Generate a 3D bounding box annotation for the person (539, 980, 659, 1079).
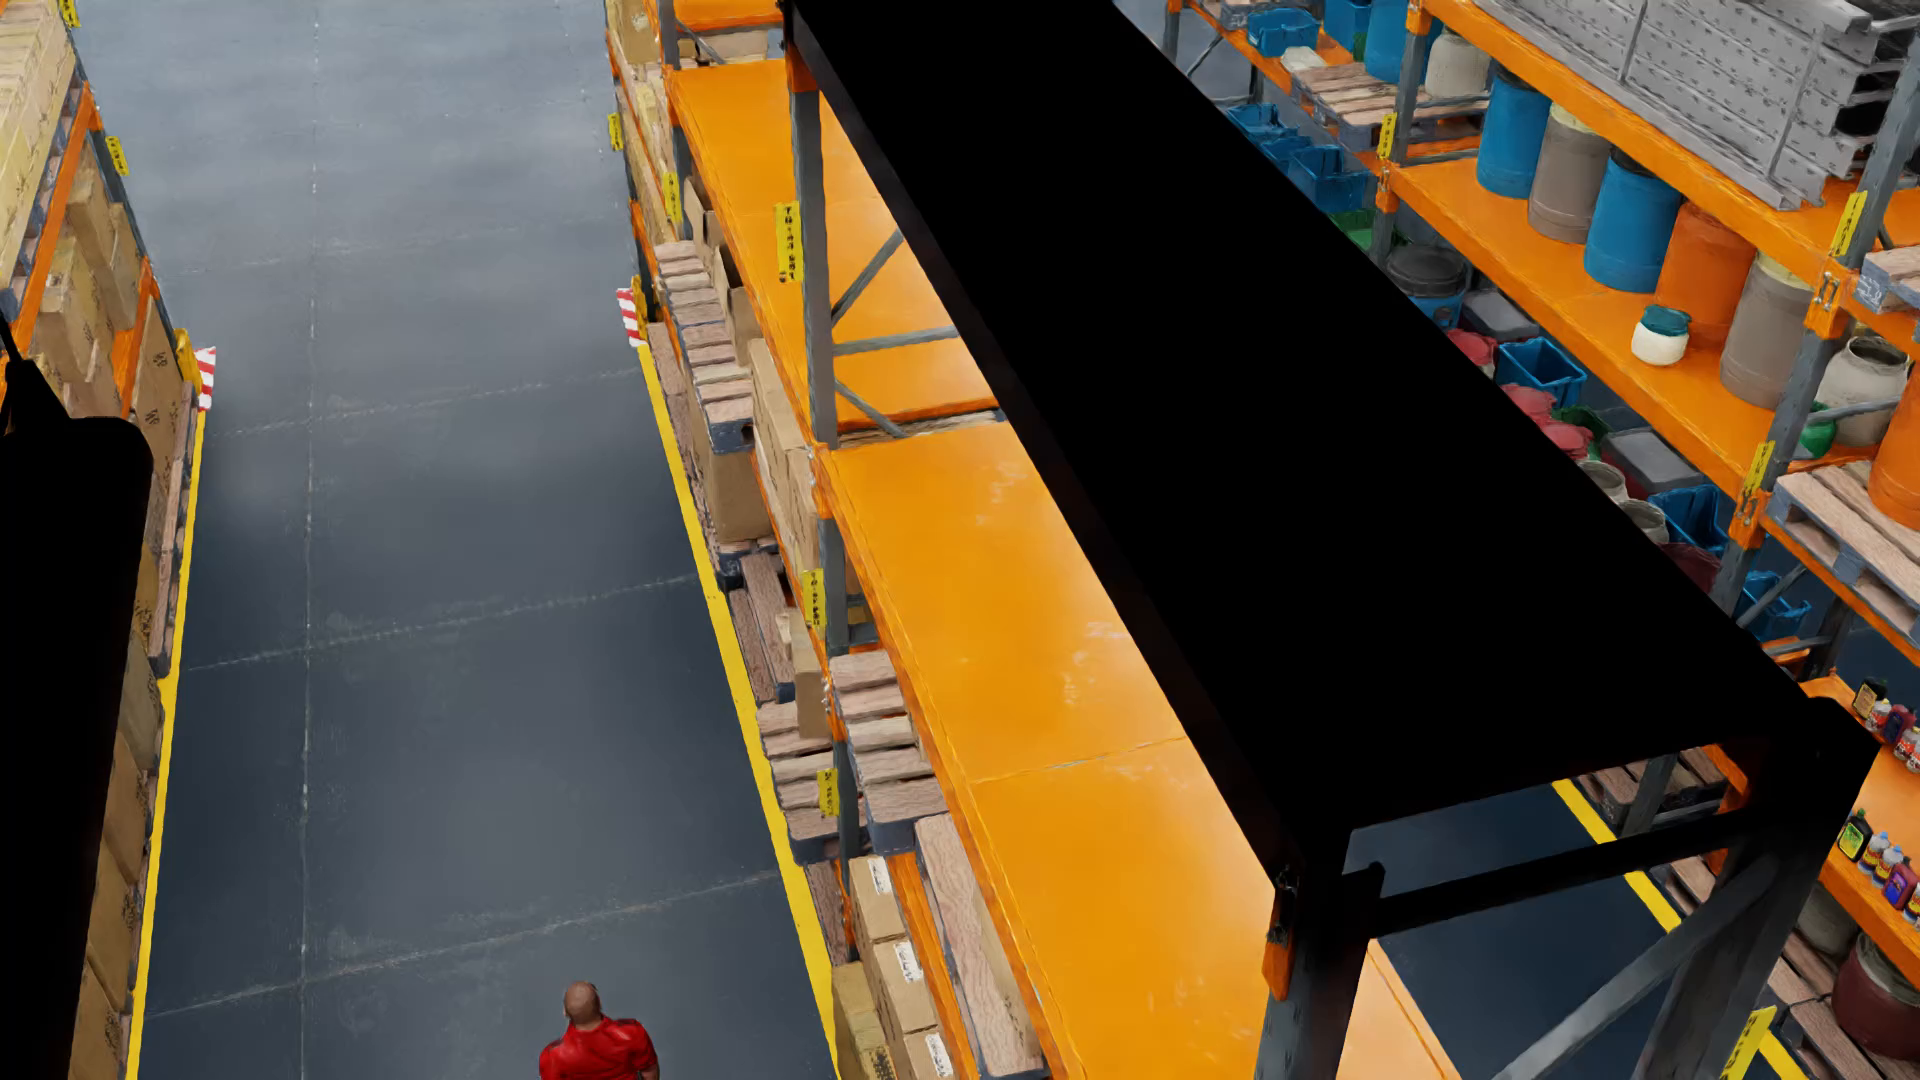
[{"bbox_3d":[-1.712,2.709,8.046,0.547,1.640,1.116,-12,40,-14],"label":"person"}]
